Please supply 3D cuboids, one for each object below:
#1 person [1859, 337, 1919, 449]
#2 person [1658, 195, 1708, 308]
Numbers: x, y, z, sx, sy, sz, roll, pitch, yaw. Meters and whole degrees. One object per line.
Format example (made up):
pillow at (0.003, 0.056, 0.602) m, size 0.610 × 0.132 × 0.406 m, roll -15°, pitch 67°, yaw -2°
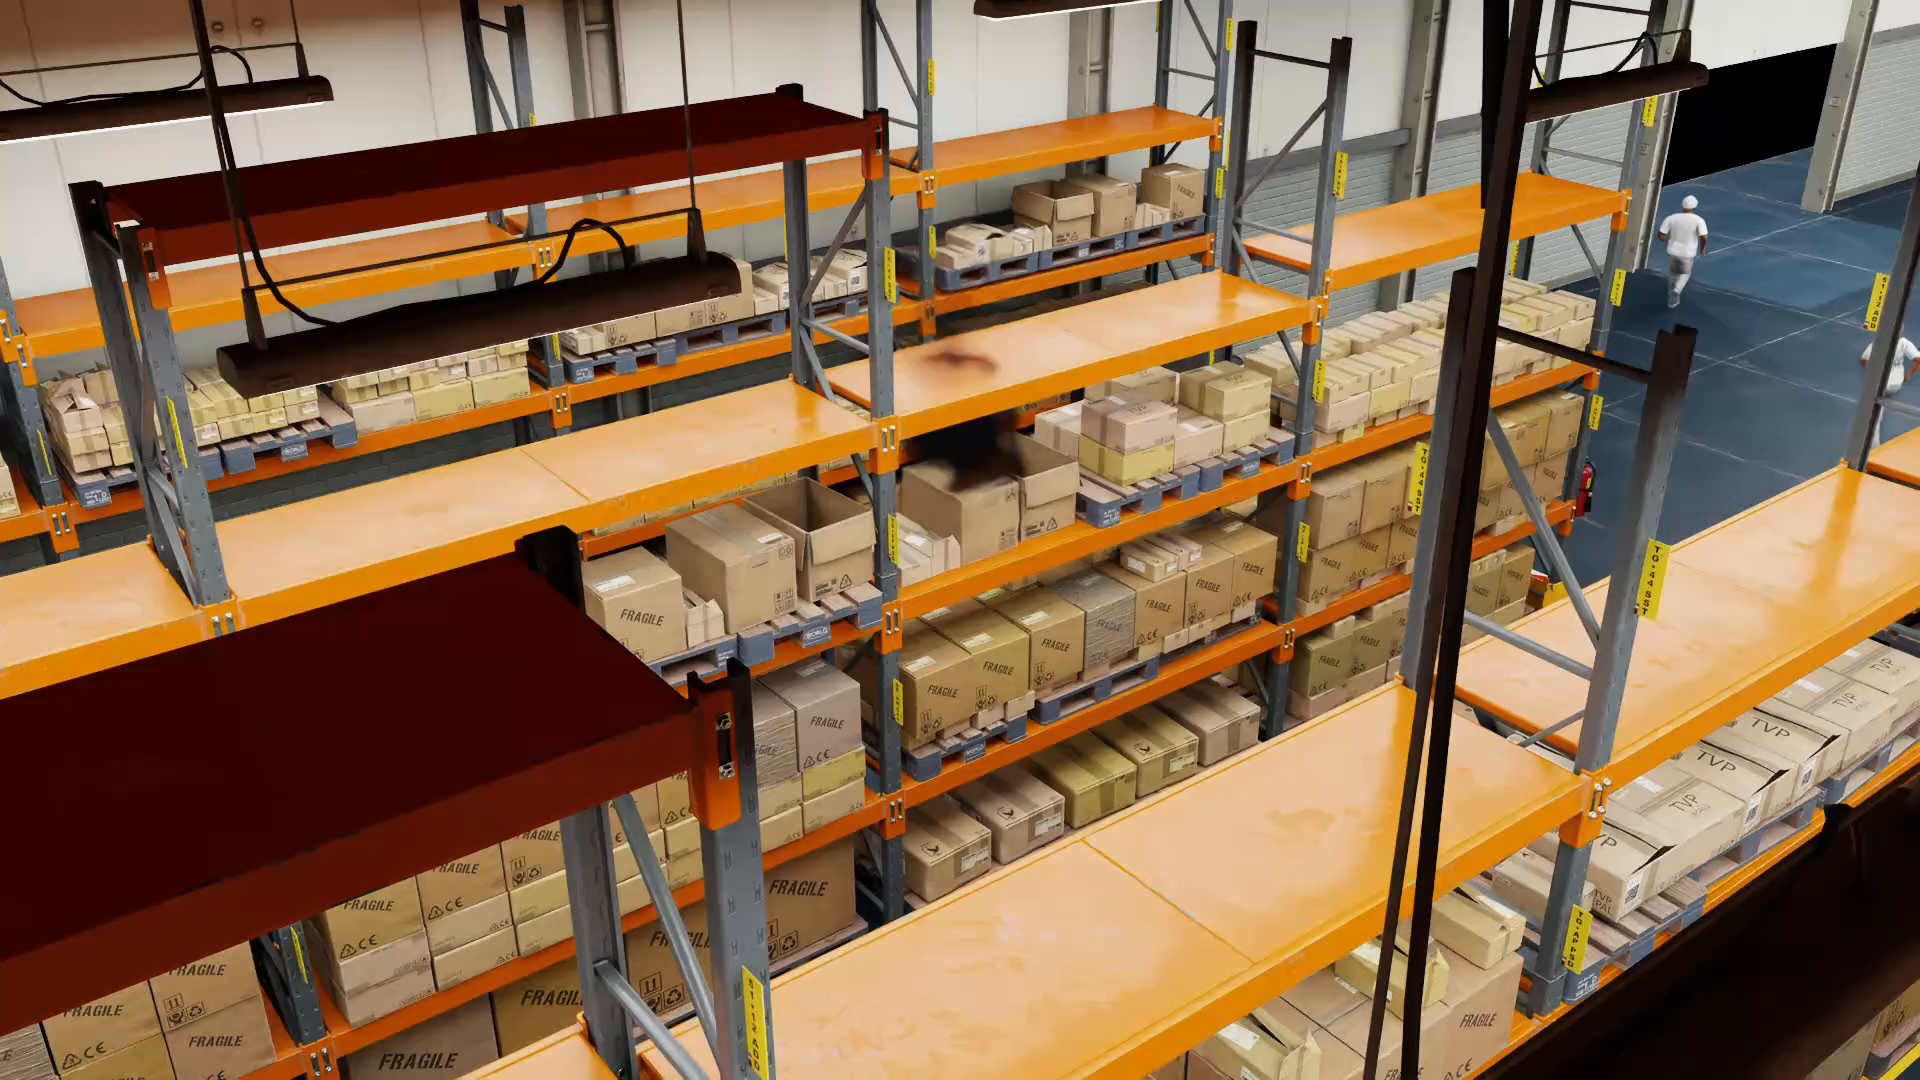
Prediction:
person at (11.097, -1.870, 20.061) m, size 0.589 × 1.713 × 0.669 m, roll 0°, pitch 26°, yaw -1°
person at (10.820, -4.307, 24.978) m, size 0.722 × 1.728 × 0.603 m, roll 18°, pitch 31°, yaw 33°
